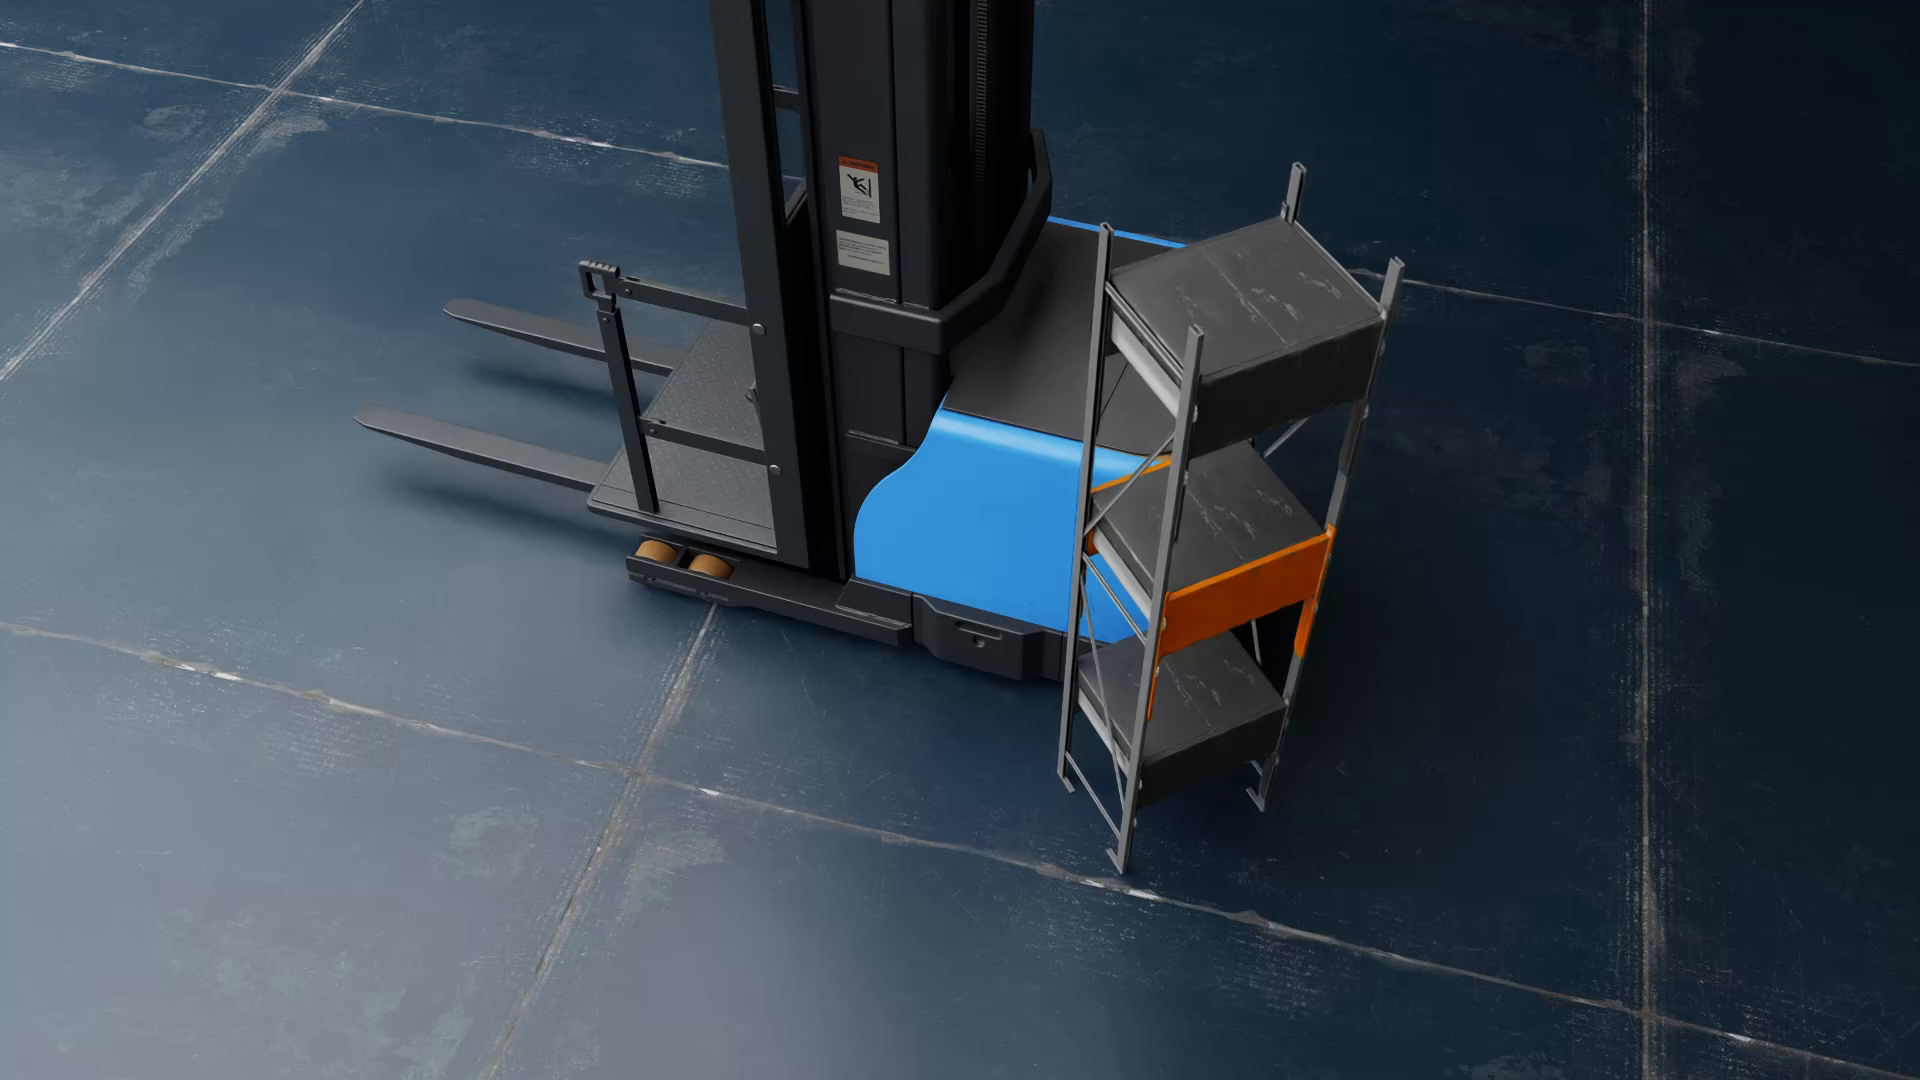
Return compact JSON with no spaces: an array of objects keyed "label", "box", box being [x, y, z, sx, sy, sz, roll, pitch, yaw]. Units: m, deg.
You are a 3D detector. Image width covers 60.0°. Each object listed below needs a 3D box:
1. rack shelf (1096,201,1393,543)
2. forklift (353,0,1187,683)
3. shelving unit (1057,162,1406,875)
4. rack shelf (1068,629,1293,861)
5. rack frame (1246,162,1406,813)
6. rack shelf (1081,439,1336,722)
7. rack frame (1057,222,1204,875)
[{"label":"rack shelf","box":[0.612,-0.382,3.771,0.480,0.518,0.431,-20,52,-17]},{"label":"forklift","box":[-0.592,-1.121,4.785,3.031,2.935,1.130,14,50,12]},{"label":"shelving unit","box":[0.612,0.073,4.285,0.503,2.100,0.431,-20,52,-17]},{"label":"rack shelf","box":[0.612,0.545,4.821,0.480,0.518,0.431,-20,52,-17]},{"label":"rack frame","box":[0.832,-0.007,4.356,0.015,2.100,0.400,-20,52,-17]},{"label":"rack shelf","box":[0.612,0.082,4.296,0.480,0.518,0.431,-20,52,-17]},{"label":"rack frame","box":[0.393,0.153,4.215,0.015,2.100,0.400,-20,52,-17]}]
